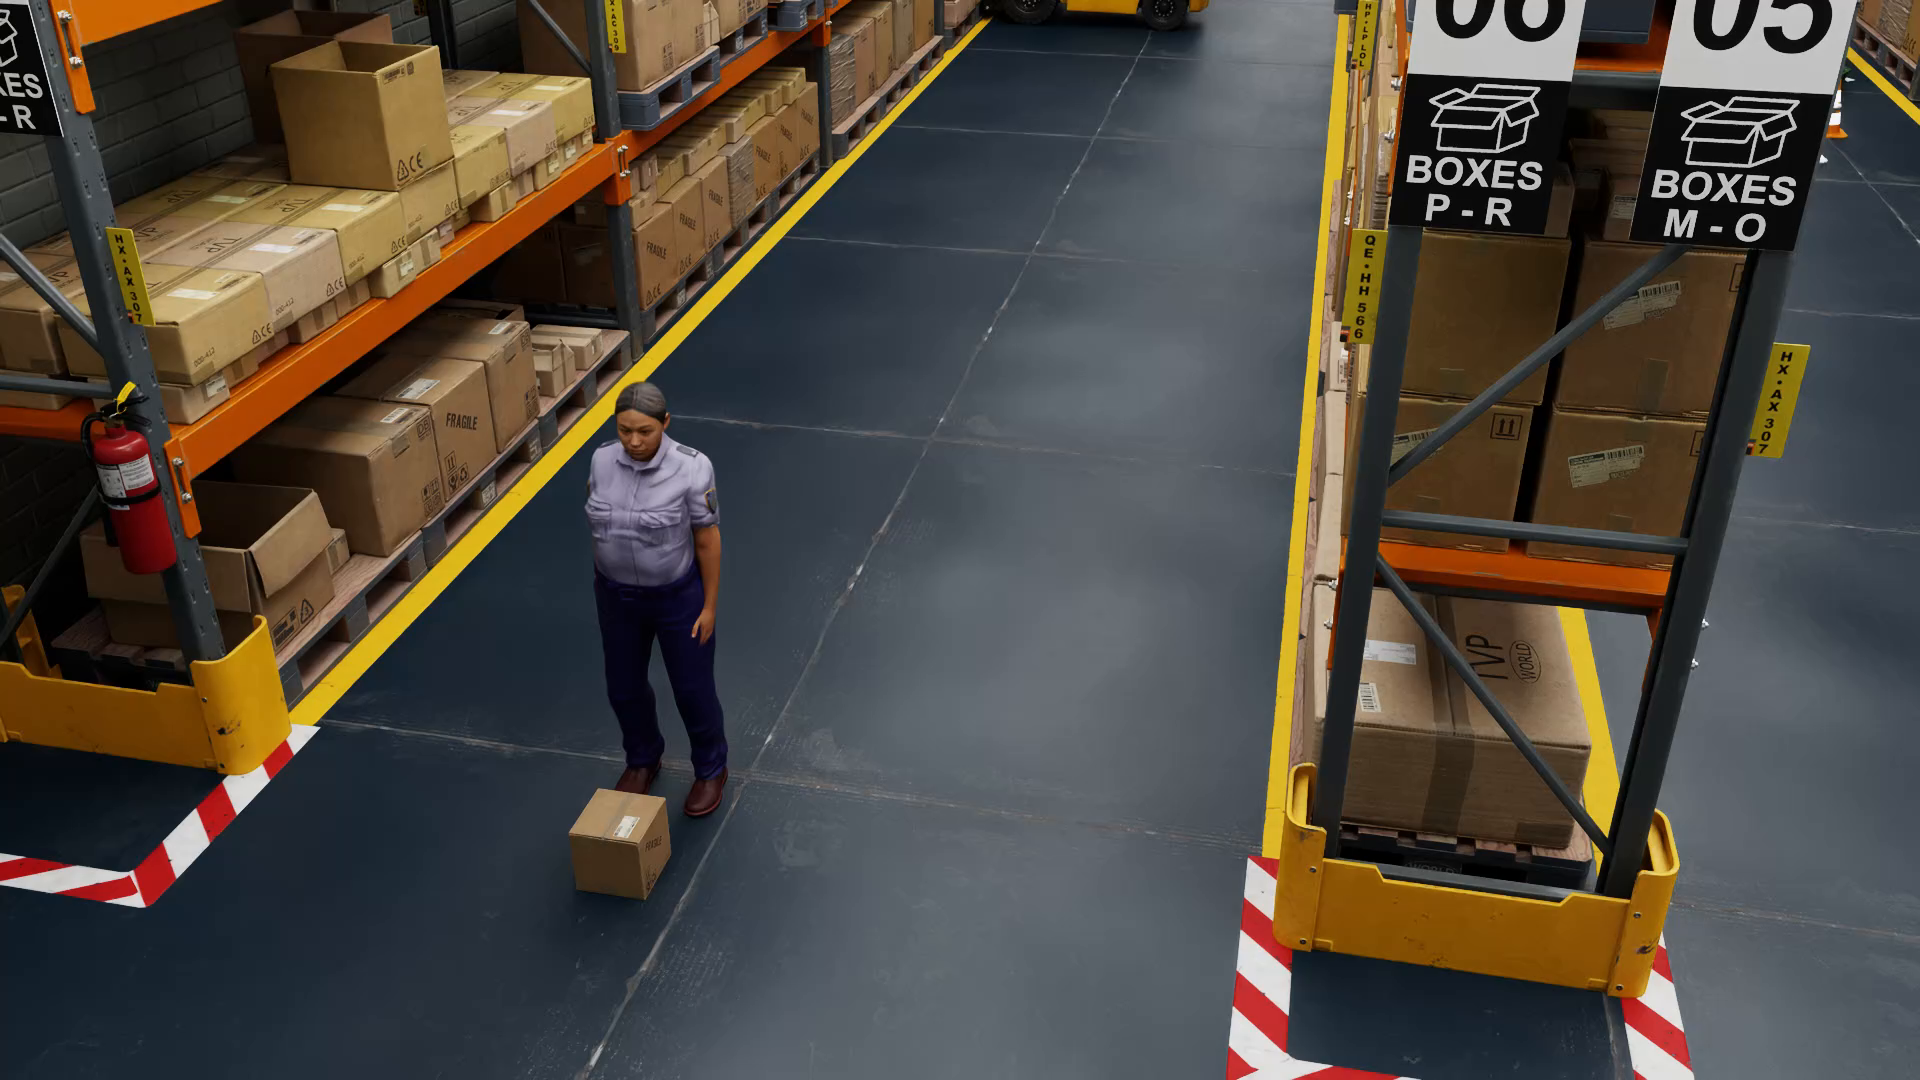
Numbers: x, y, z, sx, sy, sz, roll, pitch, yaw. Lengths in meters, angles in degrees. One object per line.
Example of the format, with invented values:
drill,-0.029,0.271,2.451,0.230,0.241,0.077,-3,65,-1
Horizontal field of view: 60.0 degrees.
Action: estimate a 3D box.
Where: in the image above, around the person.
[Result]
person,-1.043,0.212,5.766,0.470,1.644,0.342,7,30,12
